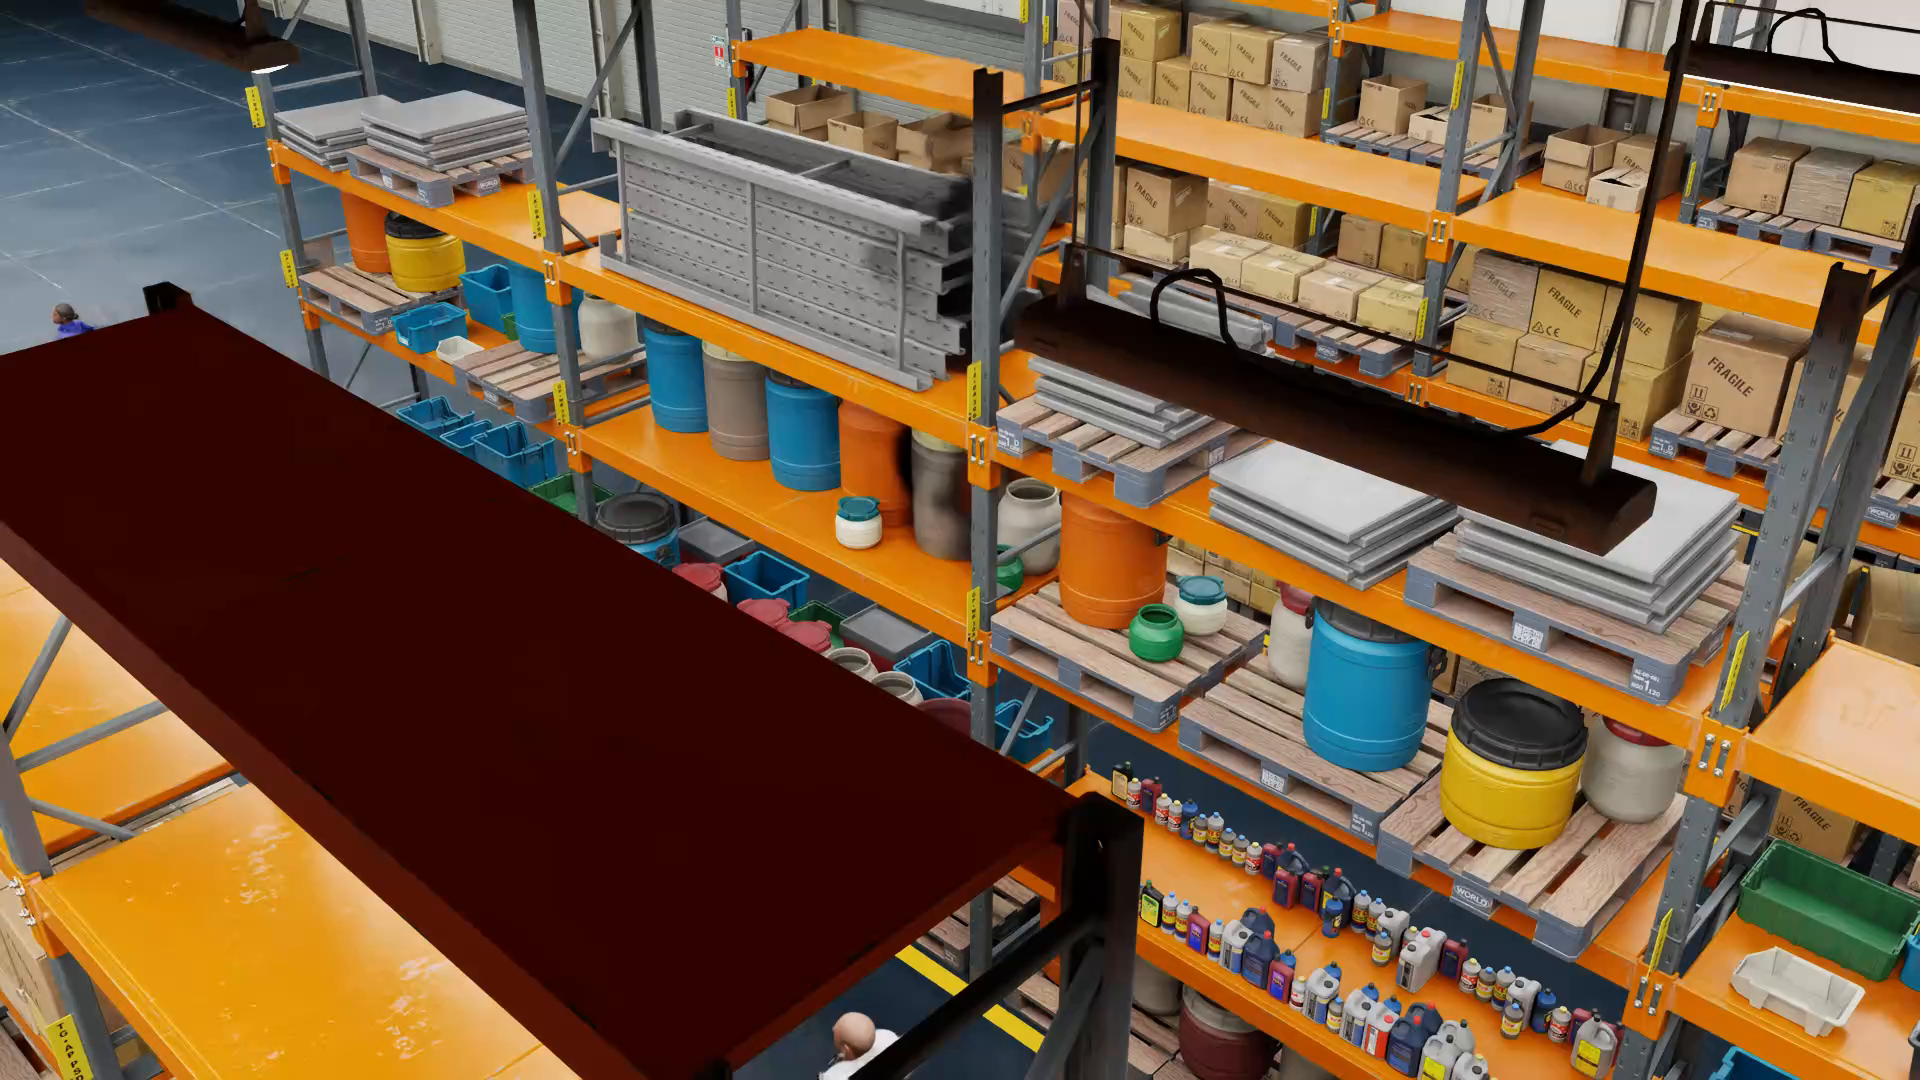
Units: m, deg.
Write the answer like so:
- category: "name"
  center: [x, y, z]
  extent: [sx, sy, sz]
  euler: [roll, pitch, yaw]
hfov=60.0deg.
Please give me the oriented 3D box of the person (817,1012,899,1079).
- category: "person"
  center: [-0.511, 3.055, 8.458]
  extent: [0.748, 1.747, 0.702]
  euler: [13, 32, 22]

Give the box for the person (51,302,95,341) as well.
- category: "person"
  center: [-9.284, -1.711, 17.574]
  extent: [0.867, 1.669, 0.562]
  euler: [-12, 31, -20]
